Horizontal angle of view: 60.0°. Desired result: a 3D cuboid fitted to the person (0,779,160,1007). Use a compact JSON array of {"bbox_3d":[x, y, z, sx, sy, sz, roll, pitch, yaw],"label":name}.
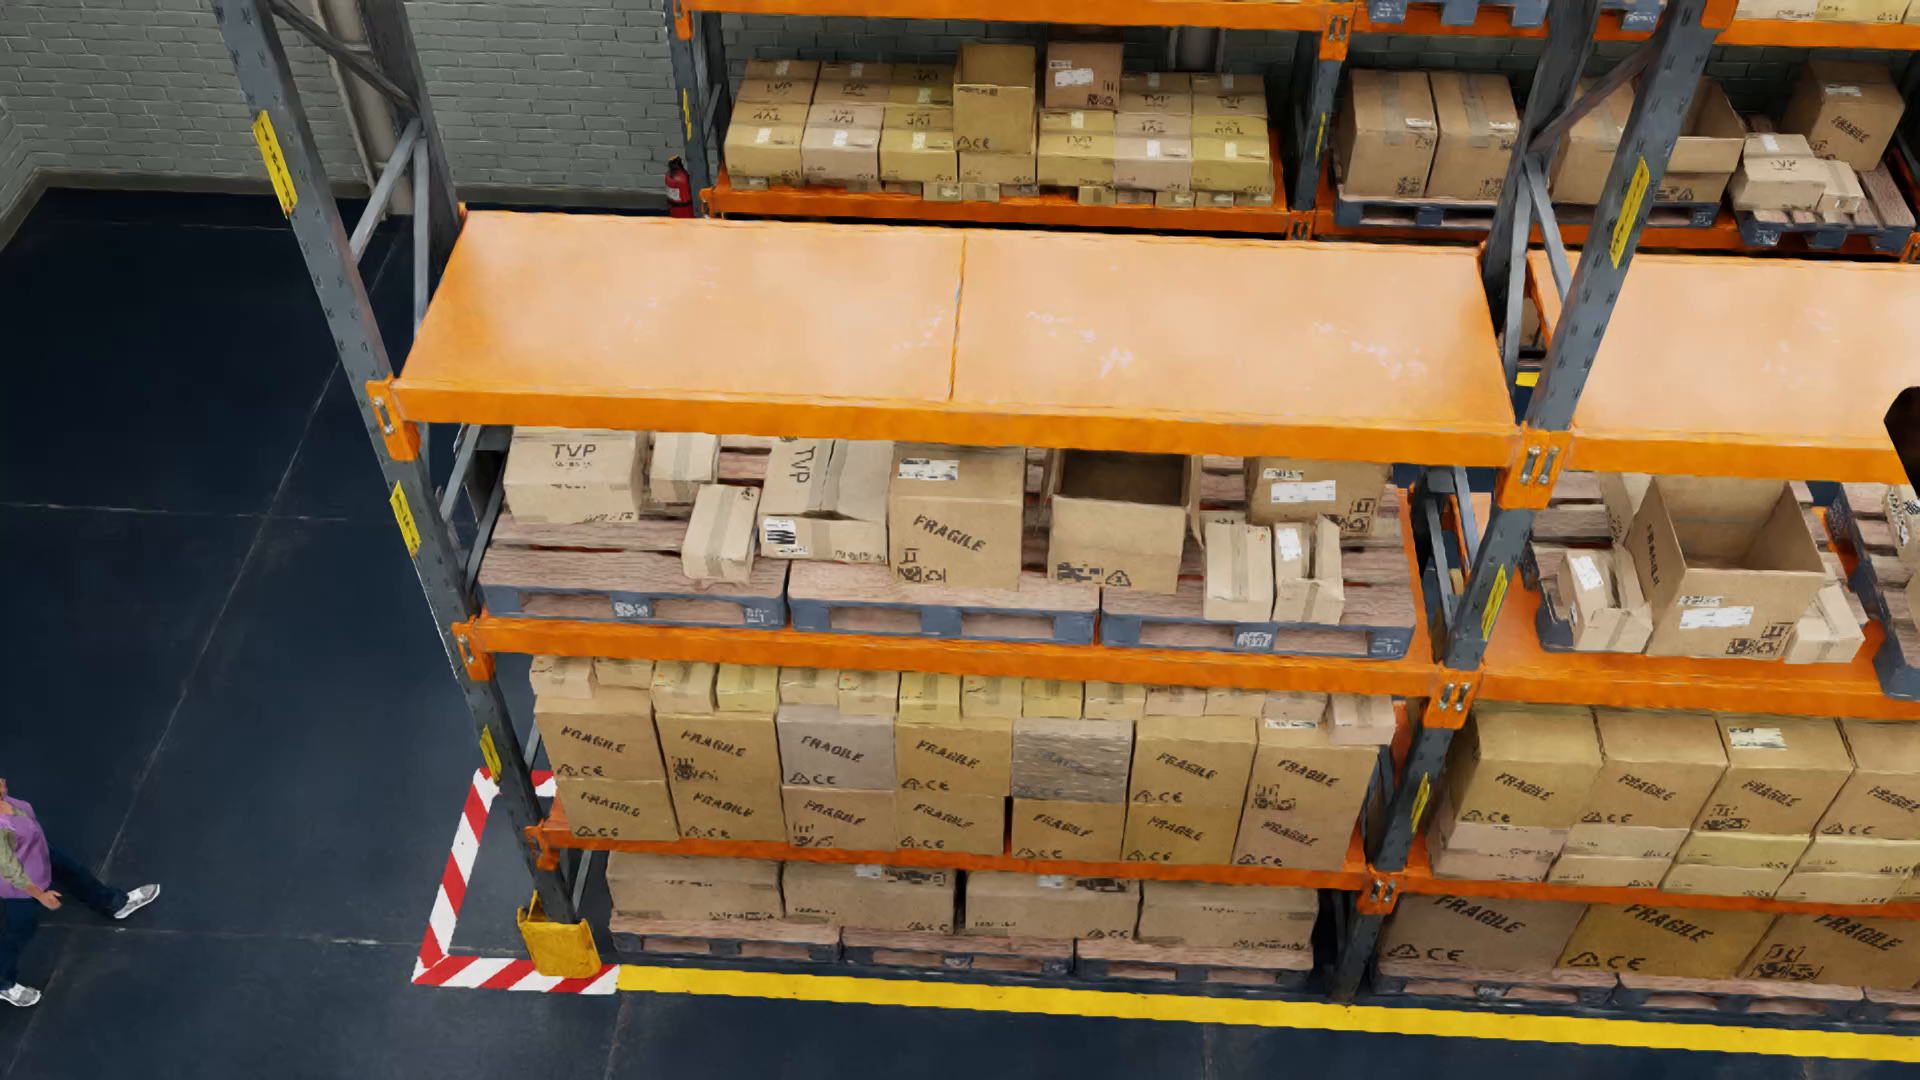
[{"bbox_3d":[-4.612,1.651,8.185,0.855,1.561,0.485,-19,51,-16],"label":"person"}]
